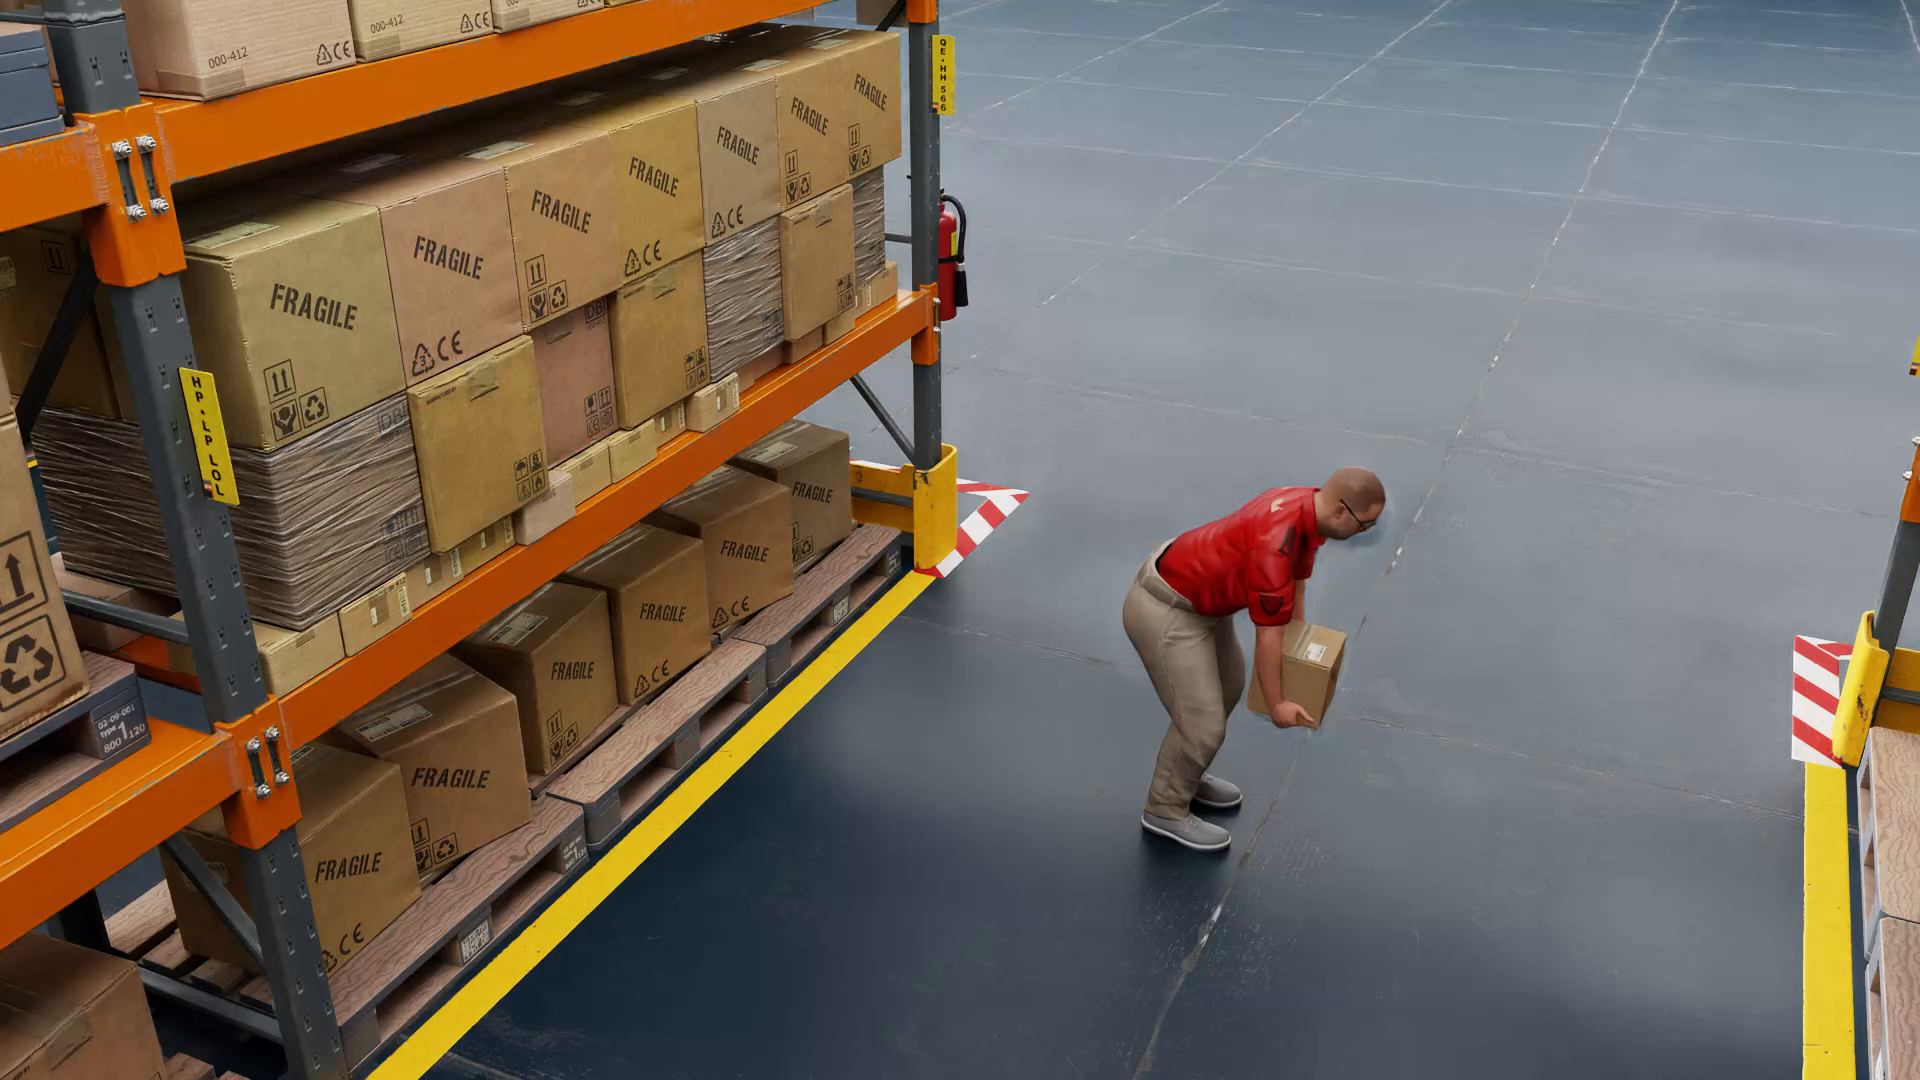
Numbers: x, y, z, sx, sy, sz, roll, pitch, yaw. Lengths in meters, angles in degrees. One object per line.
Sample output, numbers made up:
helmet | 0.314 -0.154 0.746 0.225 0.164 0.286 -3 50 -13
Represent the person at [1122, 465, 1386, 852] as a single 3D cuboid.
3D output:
person | 0.970 0.375 5.681 0.816 1.455 0.477 11 28 21
